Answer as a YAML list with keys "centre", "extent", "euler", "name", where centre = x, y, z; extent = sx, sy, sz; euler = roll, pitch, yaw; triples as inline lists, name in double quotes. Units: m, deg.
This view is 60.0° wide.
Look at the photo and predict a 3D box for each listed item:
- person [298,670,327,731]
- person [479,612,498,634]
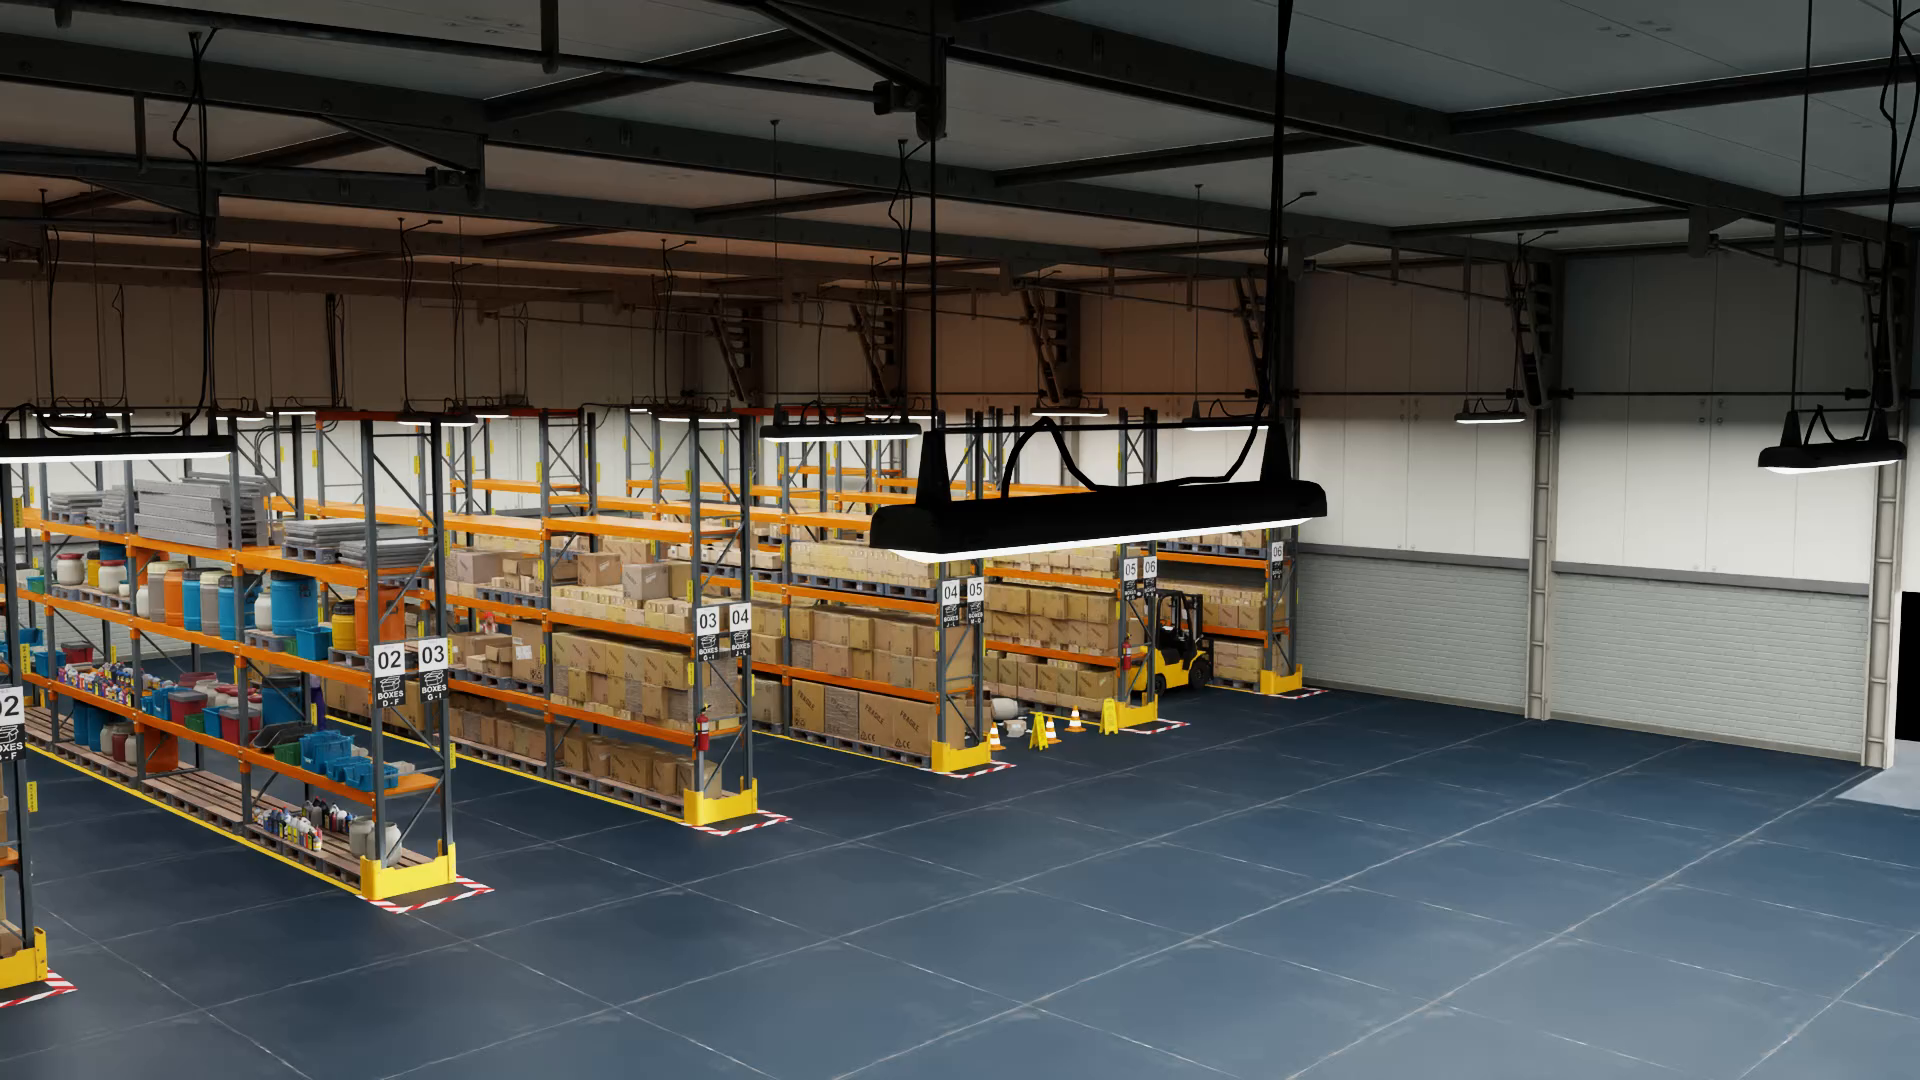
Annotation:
- centre: [-11.932, 2.813, 30.533]
  extent: [0.462, 1.579, 1.037]
  euler: [-5, 7, -42]
  name: "person"
- centre: [-10.131, 2.353, 35.513]
  extent: [0.652, 1.686, 0.630]
  euler: [-4, 6, -37]
  name: "person"
